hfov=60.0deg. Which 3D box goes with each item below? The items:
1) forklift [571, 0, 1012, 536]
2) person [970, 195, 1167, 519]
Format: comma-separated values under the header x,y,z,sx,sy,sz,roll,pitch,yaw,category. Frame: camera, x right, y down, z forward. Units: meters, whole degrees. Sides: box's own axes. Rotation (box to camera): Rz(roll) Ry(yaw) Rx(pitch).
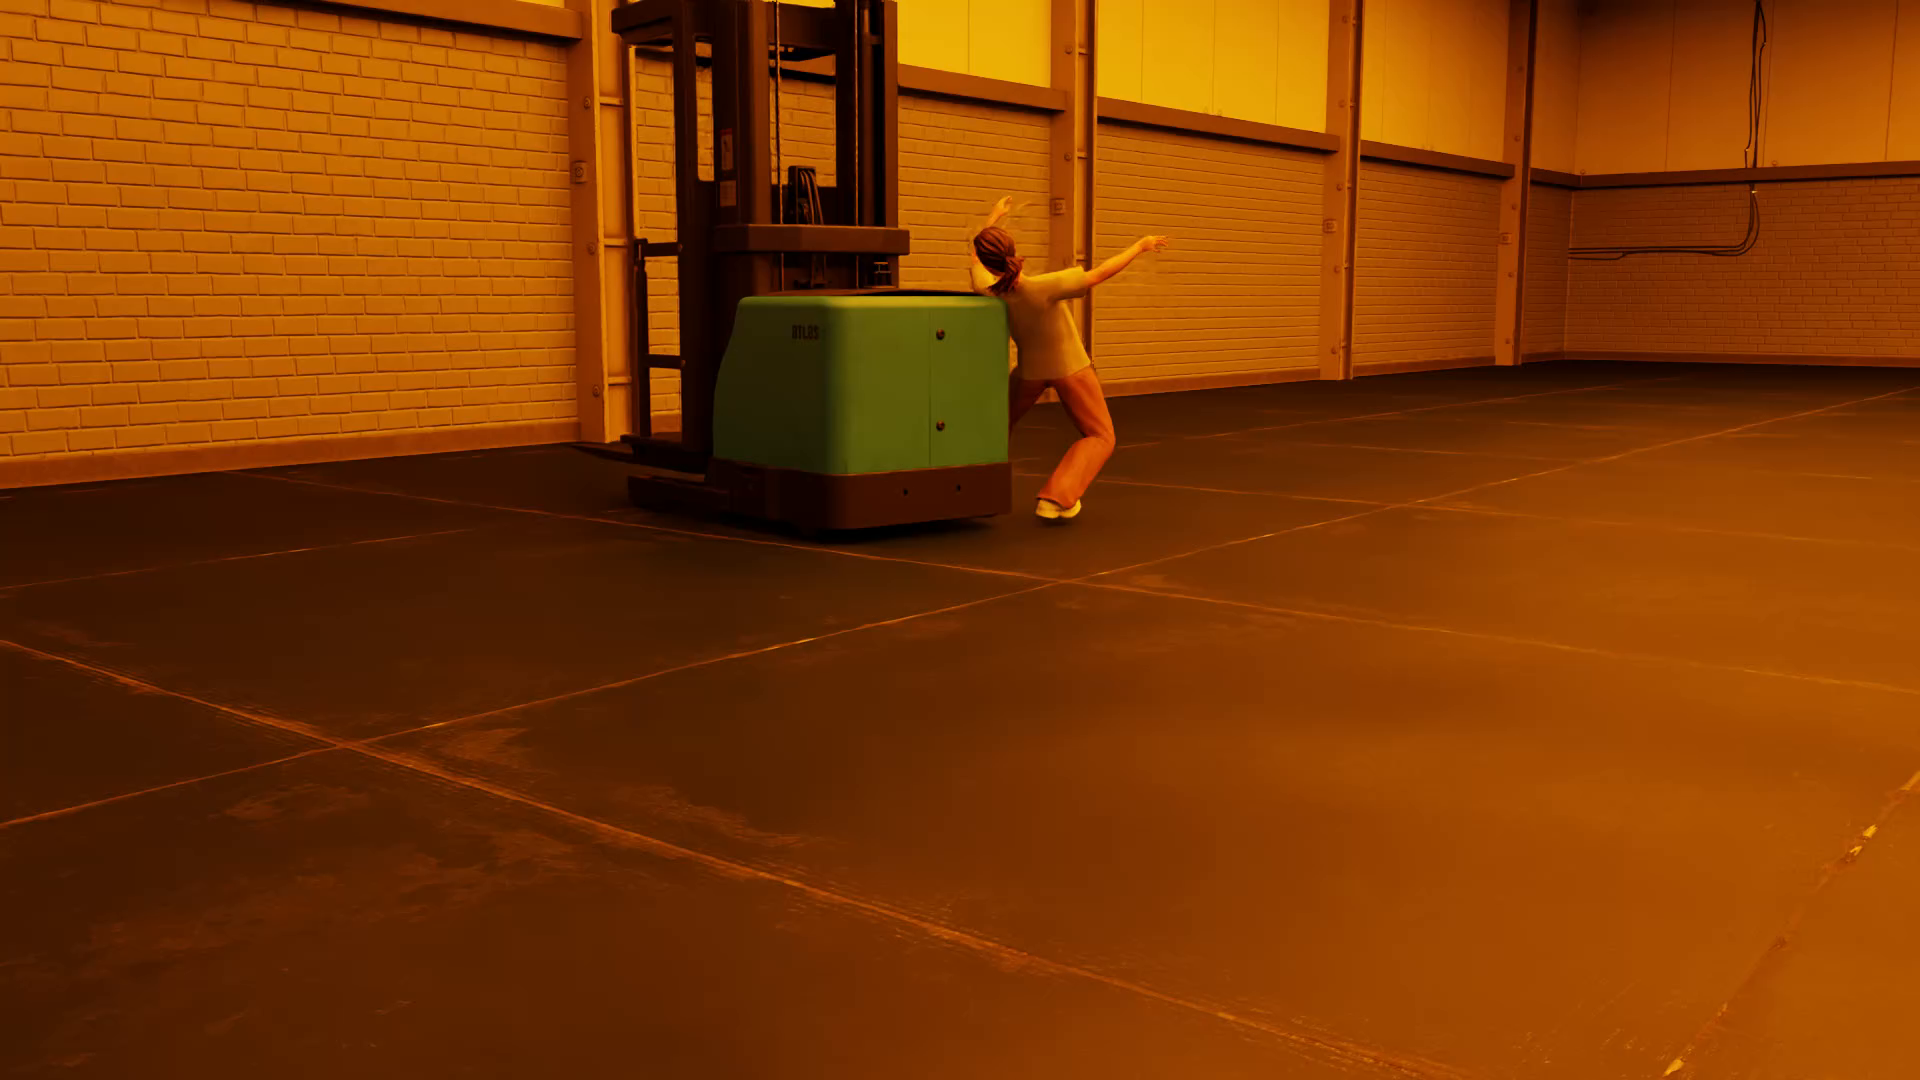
x,y,z,sx,sy,sz,roll,pitch,yaw,category
-1.059,-1.636,8.465,1.130,2.935,3.031,-6,11,-38,forklift
0.445,-0.864,7.826,0.946,1.535,0.653,4,9,24,person
